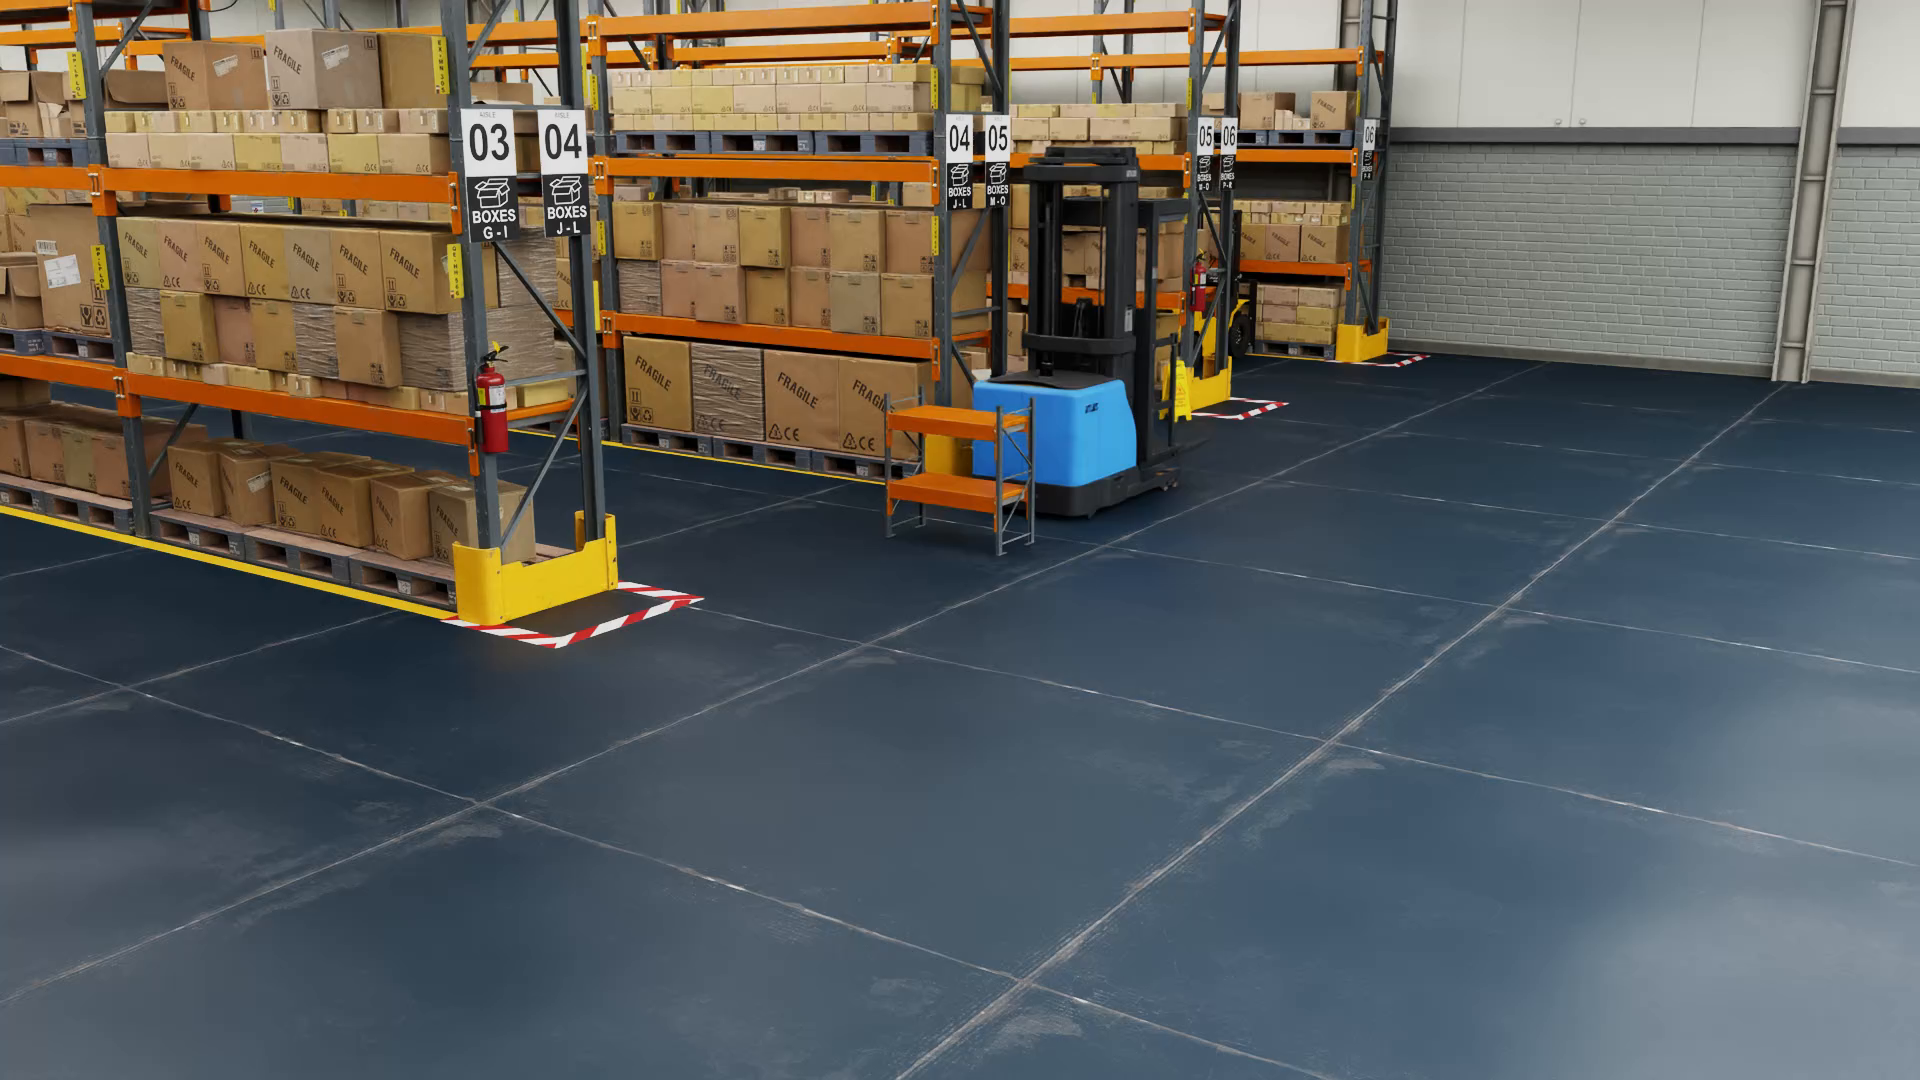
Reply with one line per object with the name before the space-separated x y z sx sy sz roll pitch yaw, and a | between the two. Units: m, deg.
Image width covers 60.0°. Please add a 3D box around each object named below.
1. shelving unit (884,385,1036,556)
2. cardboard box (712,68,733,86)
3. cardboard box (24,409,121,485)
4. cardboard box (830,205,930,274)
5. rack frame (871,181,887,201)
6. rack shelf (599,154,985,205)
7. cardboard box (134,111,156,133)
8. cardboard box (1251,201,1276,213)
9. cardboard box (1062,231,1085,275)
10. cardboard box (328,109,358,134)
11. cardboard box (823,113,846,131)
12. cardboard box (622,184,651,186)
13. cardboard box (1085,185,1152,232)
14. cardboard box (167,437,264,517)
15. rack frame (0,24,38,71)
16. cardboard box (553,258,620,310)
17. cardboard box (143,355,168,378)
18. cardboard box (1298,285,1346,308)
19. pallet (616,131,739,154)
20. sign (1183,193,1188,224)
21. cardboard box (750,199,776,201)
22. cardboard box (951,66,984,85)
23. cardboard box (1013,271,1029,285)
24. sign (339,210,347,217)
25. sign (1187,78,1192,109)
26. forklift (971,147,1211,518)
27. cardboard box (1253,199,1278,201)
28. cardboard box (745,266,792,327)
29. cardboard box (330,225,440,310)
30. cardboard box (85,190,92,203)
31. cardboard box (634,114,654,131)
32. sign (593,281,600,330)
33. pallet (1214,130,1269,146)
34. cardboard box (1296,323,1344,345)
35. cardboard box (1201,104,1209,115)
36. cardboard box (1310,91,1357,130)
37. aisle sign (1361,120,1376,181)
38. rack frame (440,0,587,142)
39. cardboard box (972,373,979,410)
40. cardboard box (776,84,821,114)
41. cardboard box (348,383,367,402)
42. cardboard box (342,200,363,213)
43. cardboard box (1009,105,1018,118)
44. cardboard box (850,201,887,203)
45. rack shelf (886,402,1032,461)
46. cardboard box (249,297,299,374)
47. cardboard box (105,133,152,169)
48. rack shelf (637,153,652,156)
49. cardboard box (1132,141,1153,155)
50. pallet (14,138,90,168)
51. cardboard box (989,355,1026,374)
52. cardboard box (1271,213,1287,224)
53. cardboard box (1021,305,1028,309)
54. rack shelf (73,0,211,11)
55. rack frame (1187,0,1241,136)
shelving unit | -0.006 -0.547 12.692 1.048 1.125 0.538 9 17 33
cardboard box | -2.045 -4.229 15.205 0.250 0.149 0.380 9 17 33
cardboard box | -7.413 -0.797 14.086 0.500 0.500 0.700 8 16 28
cardboard box | -0.689 -2.716 14.994 0.550 0.550 0.875 9 17 33
rack frame | -1.087 -5.070 27.062 0.127 3.000 1.000 9 17 33
rack shelf | -1.554 -3.381 15.495 4.000 0.370 1.077 9 17 33
cardboard box | -5.709 -3.017 12.009 0.250 0.149 0.380 8 16 30
cardboard box | 4.239 -4.629 23.101 0.250 0.149 0.380 10 17 34
cardboard box | 1.354 -3.354 19.301 0.500 0.500 0.500 9 17 33
cardboard box | -3.812 -2.685 10.666 0.250 0.149 0.380 9 17 33
cardboard box | -0.991 -3.672 14.613 0.250 0.149 0.380 9 17 33
cardboard box | -4.544 -4.793 23.655 0.500 0.500 0.500 9 17 33
cardboard box | 1.823 -3.780 18.941 0.500 0.500 0.700 9 17 33
cardboard box | -5.756 -0.496 12.914 0.500 0.500 0.500 9 16 31
rack frame | -13.171 -7.064 22.633 0.127 3.000 1.000 9 17 33
cardboard box | -3.796 -2.608 16.908 0.500 0.500 0.500 9 17 32
cardboard box | -5.855 -1.321 12.438 0.250 0.149 0.380 9 17 33
cardboard box | 4.995 -3.351 22.886 0.500 0.250 0.500 10 17 35
pallet | -2.541 -3.844 16.051 1.213 0.211 1.003 9 17 33
sign | 2.458 -3.614 18.114 0.005 0.325 0.100 9 17 33
cardboard box | -2.729 -4.232 21.974 0.500 0.500 0.500 10 17 34
cardboard box | 0.006 -4.088 14.634 0.250 0.149 0.380 9 17 33
cardboard box | 0.828 -3.114 19.681 0.250 0.149 0.380 9 17 33
sign | -6.828 -3.493 18.448 0.005 0.325 0.100 9 17 33
sign | 2.458 -4.785 17.825 0.005 0.325 0.100 9 17 33
forklift | 1.299 -1.907 14.427 1.130 2.935 3.031 9 16 31
cardboard box | 4.374 -4.788 23.747 0.250 0.149 0.380 9 16 31
cardboard box | -1.554 -2.352 15.771 0.500 0.550 0.875 9 17 33
cardboard box | -3.759 -1.800 10.943 0.500 0.500 0.500 9 17 33
cardboard box | -10.825 -4.371 21.332 0.500 0.500 0.500 9 16 31
cardboard box | -2.885 -3.978 15.850 0.250 0.149 0.380 9 17 33
sign | -2.444 -1.559 11.079 0.005 0.325 0.100 9 17 33
pallet | 3.962 -5.674 23.442 1.213 0.211 1.003 9 17 33
cardboard box | 4.985 -2.866 23.008 0.500 0.250 0.500 9 17 33
cardboard box | 2.603 -4.816 18.658 0.250 0.149 0.380 9 17 32
cardboard box | 5.048 -5.765 22.336 0.500 0.500 0.500 10 17 35
aisle sign | 5.442 -5.192 22.143 0.004 0.787 0.394 9 17 33
rack frame | -2.747 -3.943 10.025 0.127 3.000 1.000 9 17 33
cardboard box | -0.086 -1.526 17.940 0.637 0.503 0.797 -1 14 -6
cardboard box | -1.287 -3.931 14.830 0.500 0.250 0.500 9 17 32
cardboard box | -3.925 -1.041 11.310 0.250 0.149 0.380 9 17 33
cardboard box | -9.389 -5.430 26.227 0.500 0.500 0.500 9 17 32
cardboard box | 0.655 -4.993 19.374 0.250 0.149 0.380 9 16 32
cardboard box | -1.180 -4.127 21.552 0.500 0.500 0.500 9 17 33
rack shelf | -0.006 -0.831 12.621 1.000 0.278 0.538 9 17 33
cardboard box | -4.469 -1.491 11.778 0.500 0.500 0.875 9 17 33
cardboard box | -5.835 -2.839 12.120 0.500 0.250 0.500 8 16 31
rack shelf | -5.514 -5.455 23.871 4.000 0.370 1.077 9 17 33
cardboard box | 2.107 -4.360 18.474 0.250 0.149 0.380 9 17 33
pallet | -6.519 -3.036 12.995 1.003 0.211 1.213 9 17 33
cardboard box | 0.695 -2.140 20.072 0.500 0.250 0.500 9 16 32
cardboard box | 4.498 -4.462 23.048 0.250 0.149 0.380 9 17 32
cardboard box | 0.953 -2.615 20.430 0.500 0.500 0.500 10 17 36
rack shelf | -4.406 -3.860 11.195 4.000 0.370 1.077 9 17 33
rack frame | 2.784 -5.919 18.007 0.127 3.000 1.000 9 17 33
